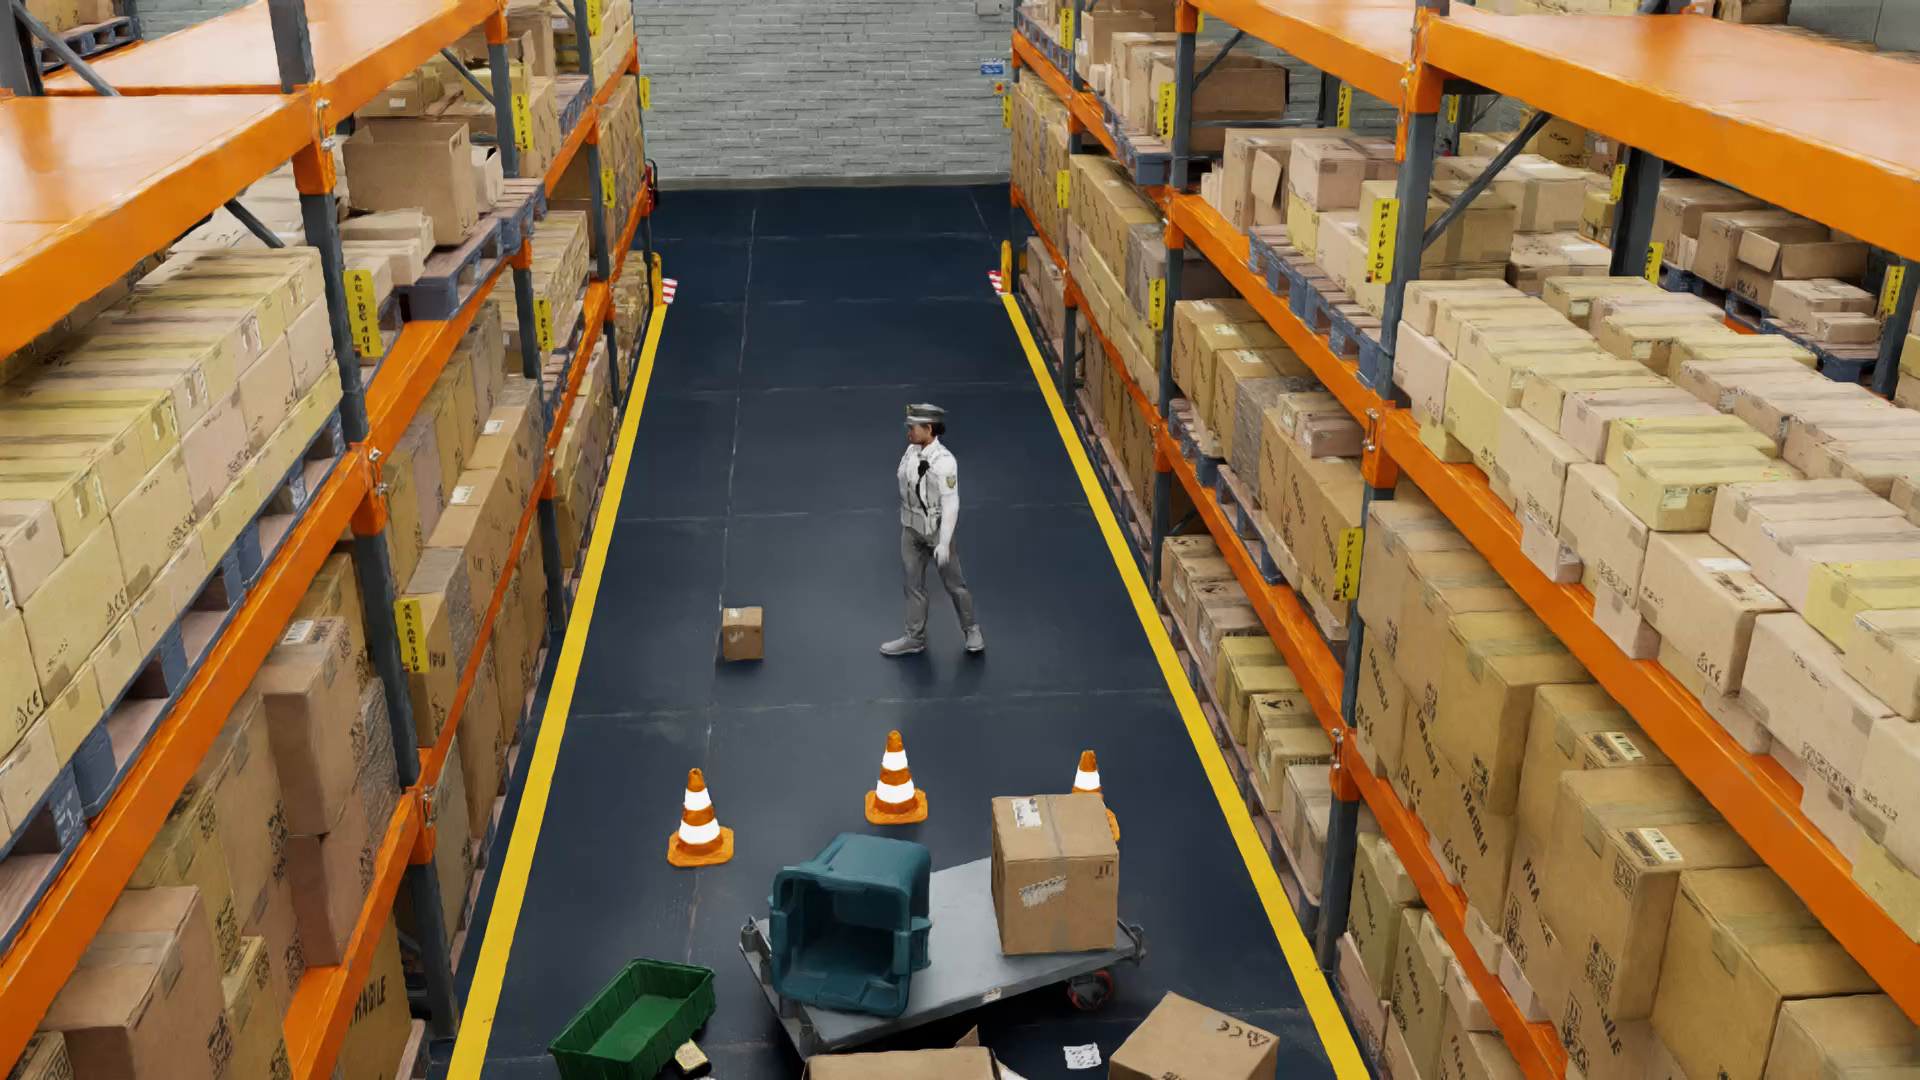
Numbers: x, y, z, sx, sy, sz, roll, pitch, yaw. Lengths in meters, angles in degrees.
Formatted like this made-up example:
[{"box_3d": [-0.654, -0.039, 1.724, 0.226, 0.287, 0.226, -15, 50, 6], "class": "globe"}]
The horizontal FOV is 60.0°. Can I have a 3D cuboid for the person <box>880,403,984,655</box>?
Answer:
[{"box_3d": [-0.179, -0.069, 10.443, 0.618, 1.671, 0.589, -19, 30, -37], "class": "person"}]
